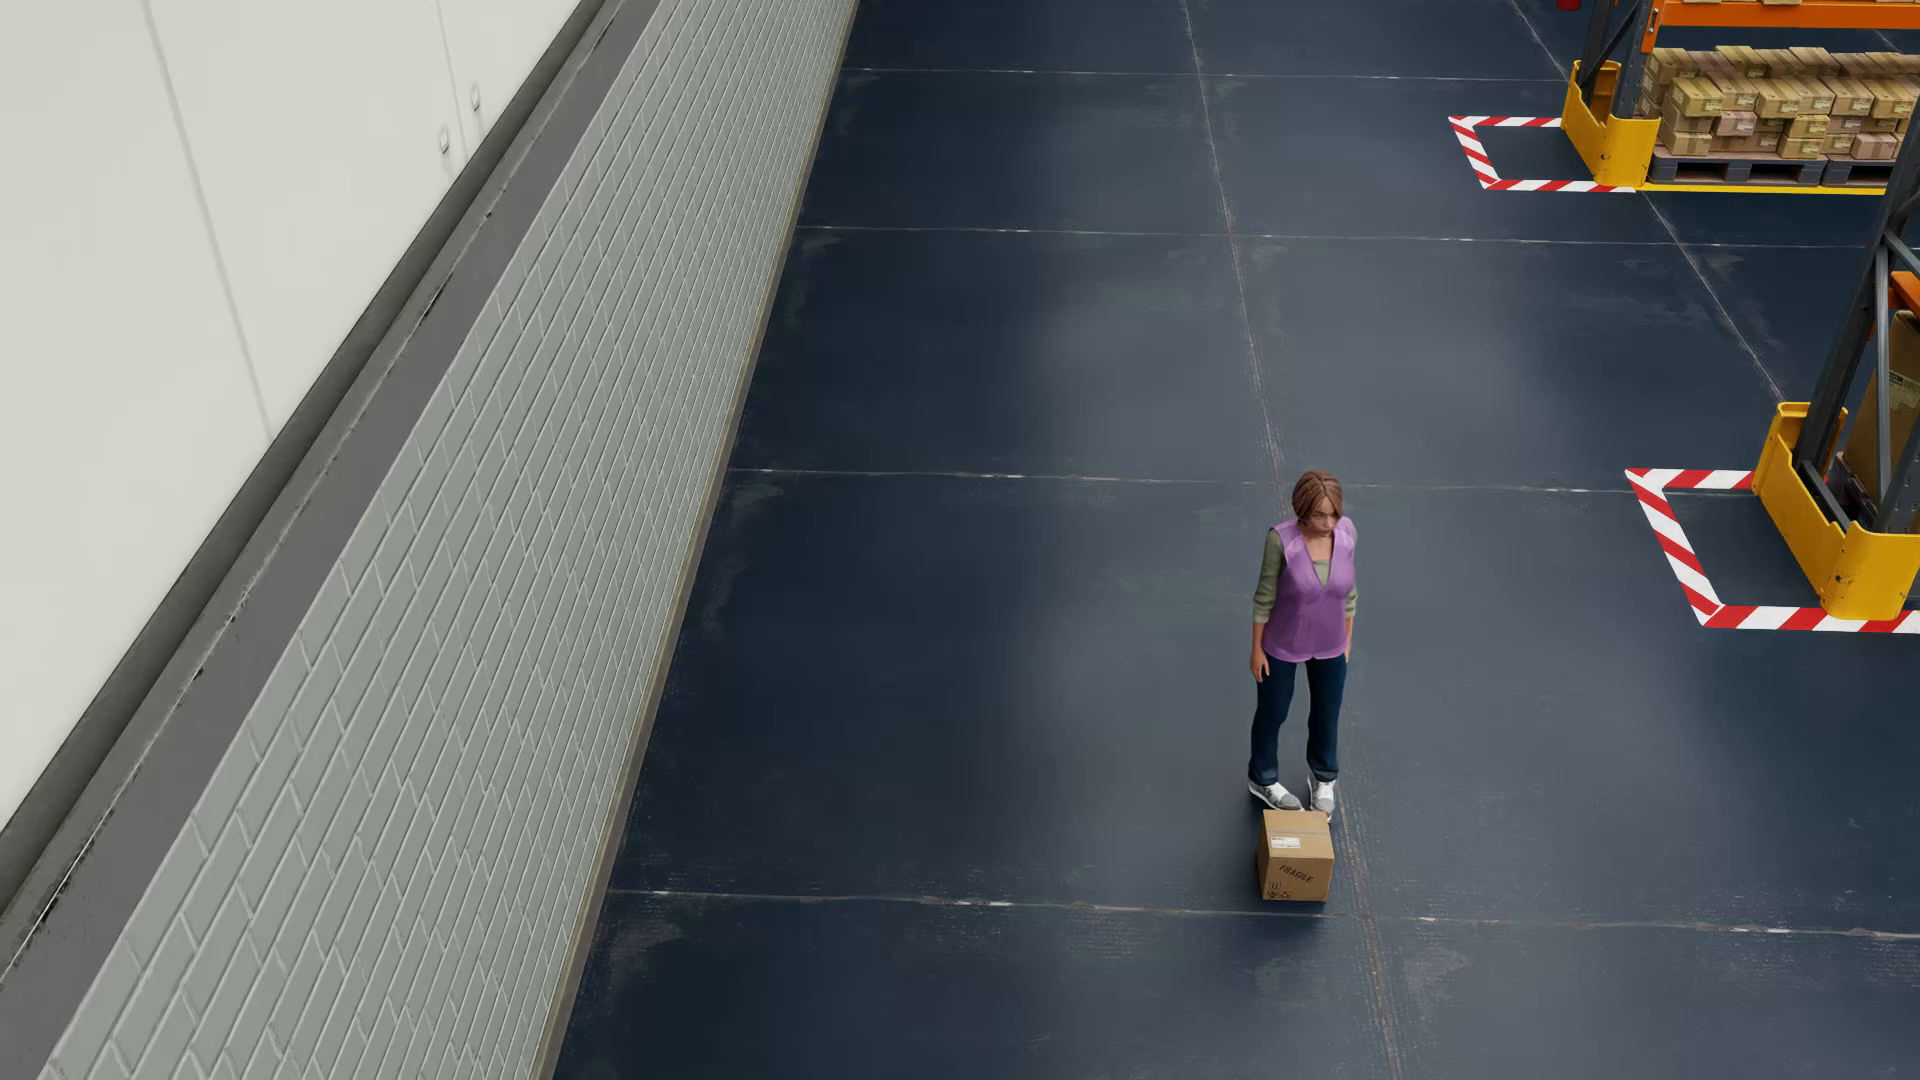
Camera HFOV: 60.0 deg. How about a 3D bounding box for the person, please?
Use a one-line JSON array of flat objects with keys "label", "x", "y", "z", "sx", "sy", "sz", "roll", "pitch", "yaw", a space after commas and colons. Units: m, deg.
[{"label": "person", "x": 1.356, "y": 0.431, "z": 6.517, "sx": 0.449, "sy": 1.610, "sz": 0.373, "roll": -6, "pitch": 37, "yaw": -8}]
